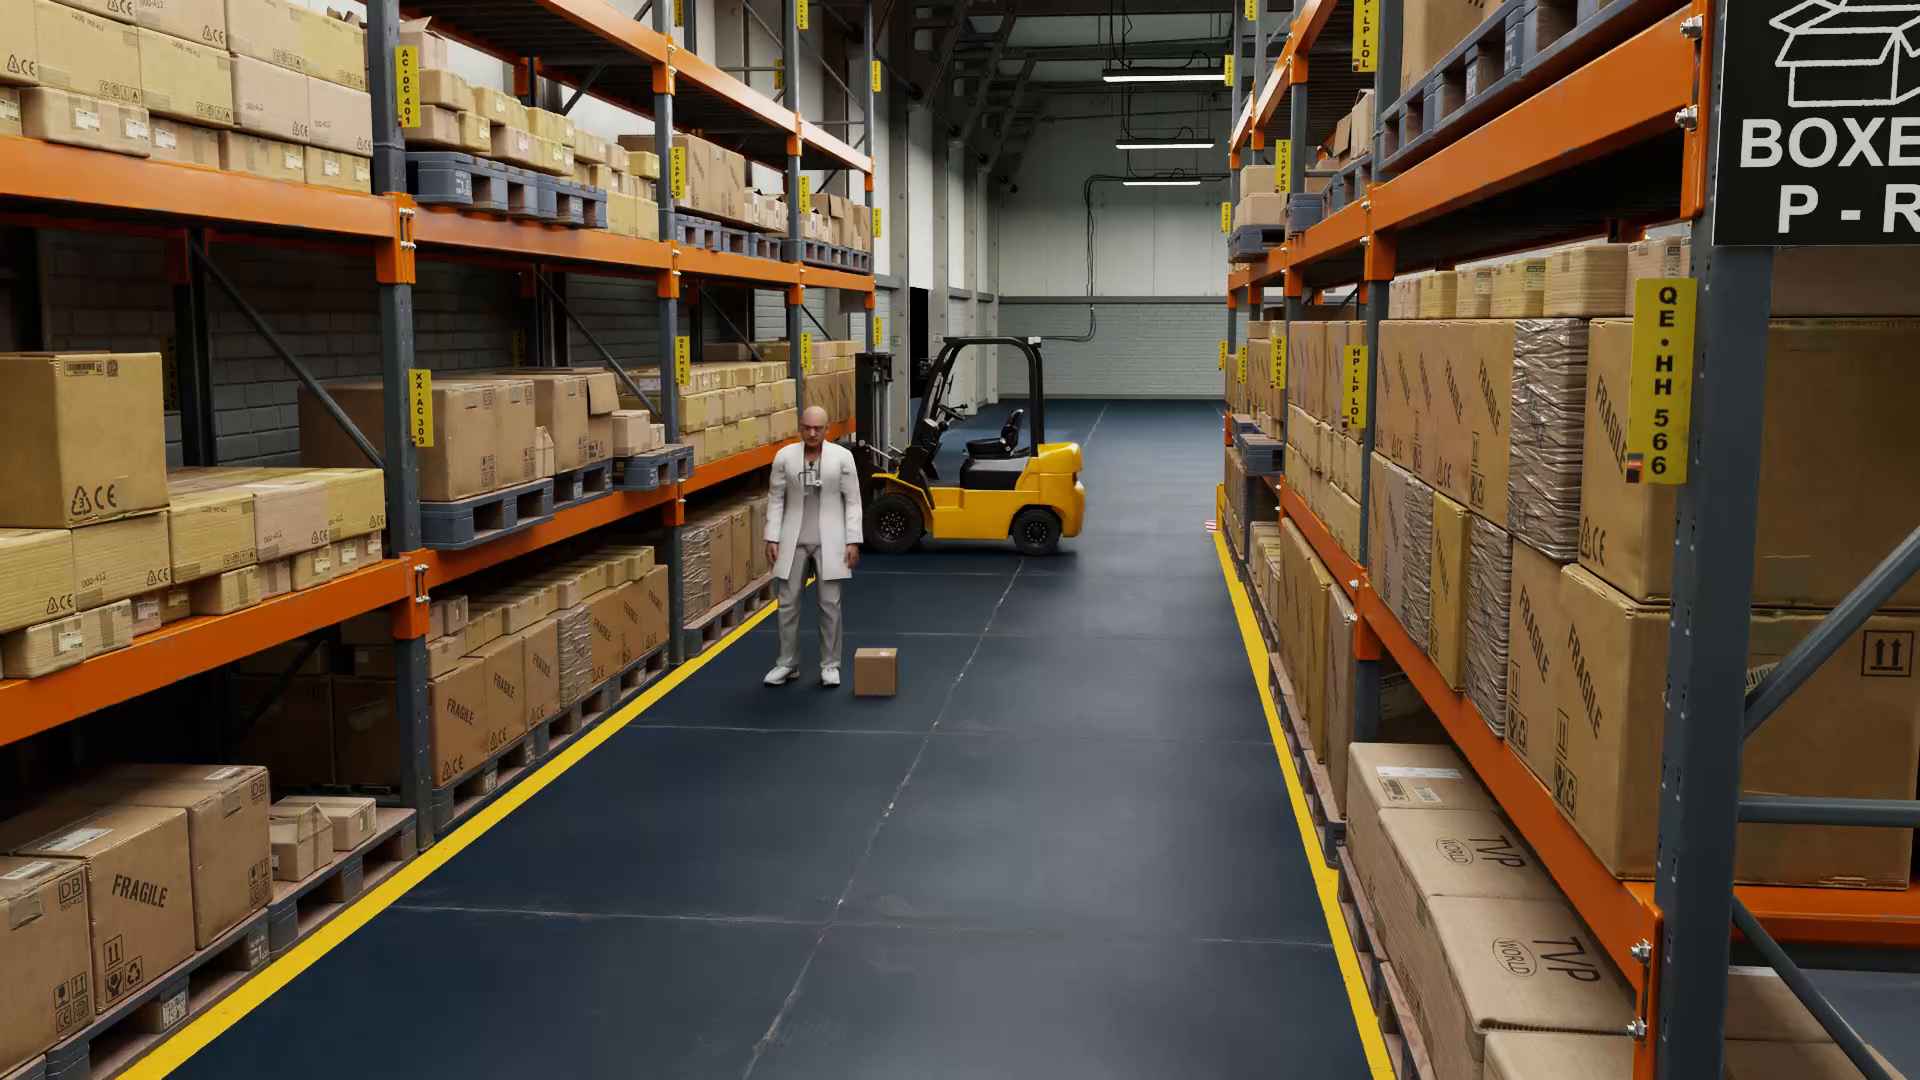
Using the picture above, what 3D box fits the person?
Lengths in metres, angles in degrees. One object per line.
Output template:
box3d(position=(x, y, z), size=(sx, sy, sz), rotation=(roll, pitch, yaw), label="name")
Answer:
box3d(position=(-0.938, 0.031, 10.611), size=(0.646, 1.772, 0.428), rotation=(1, 7, 4), label="person")
